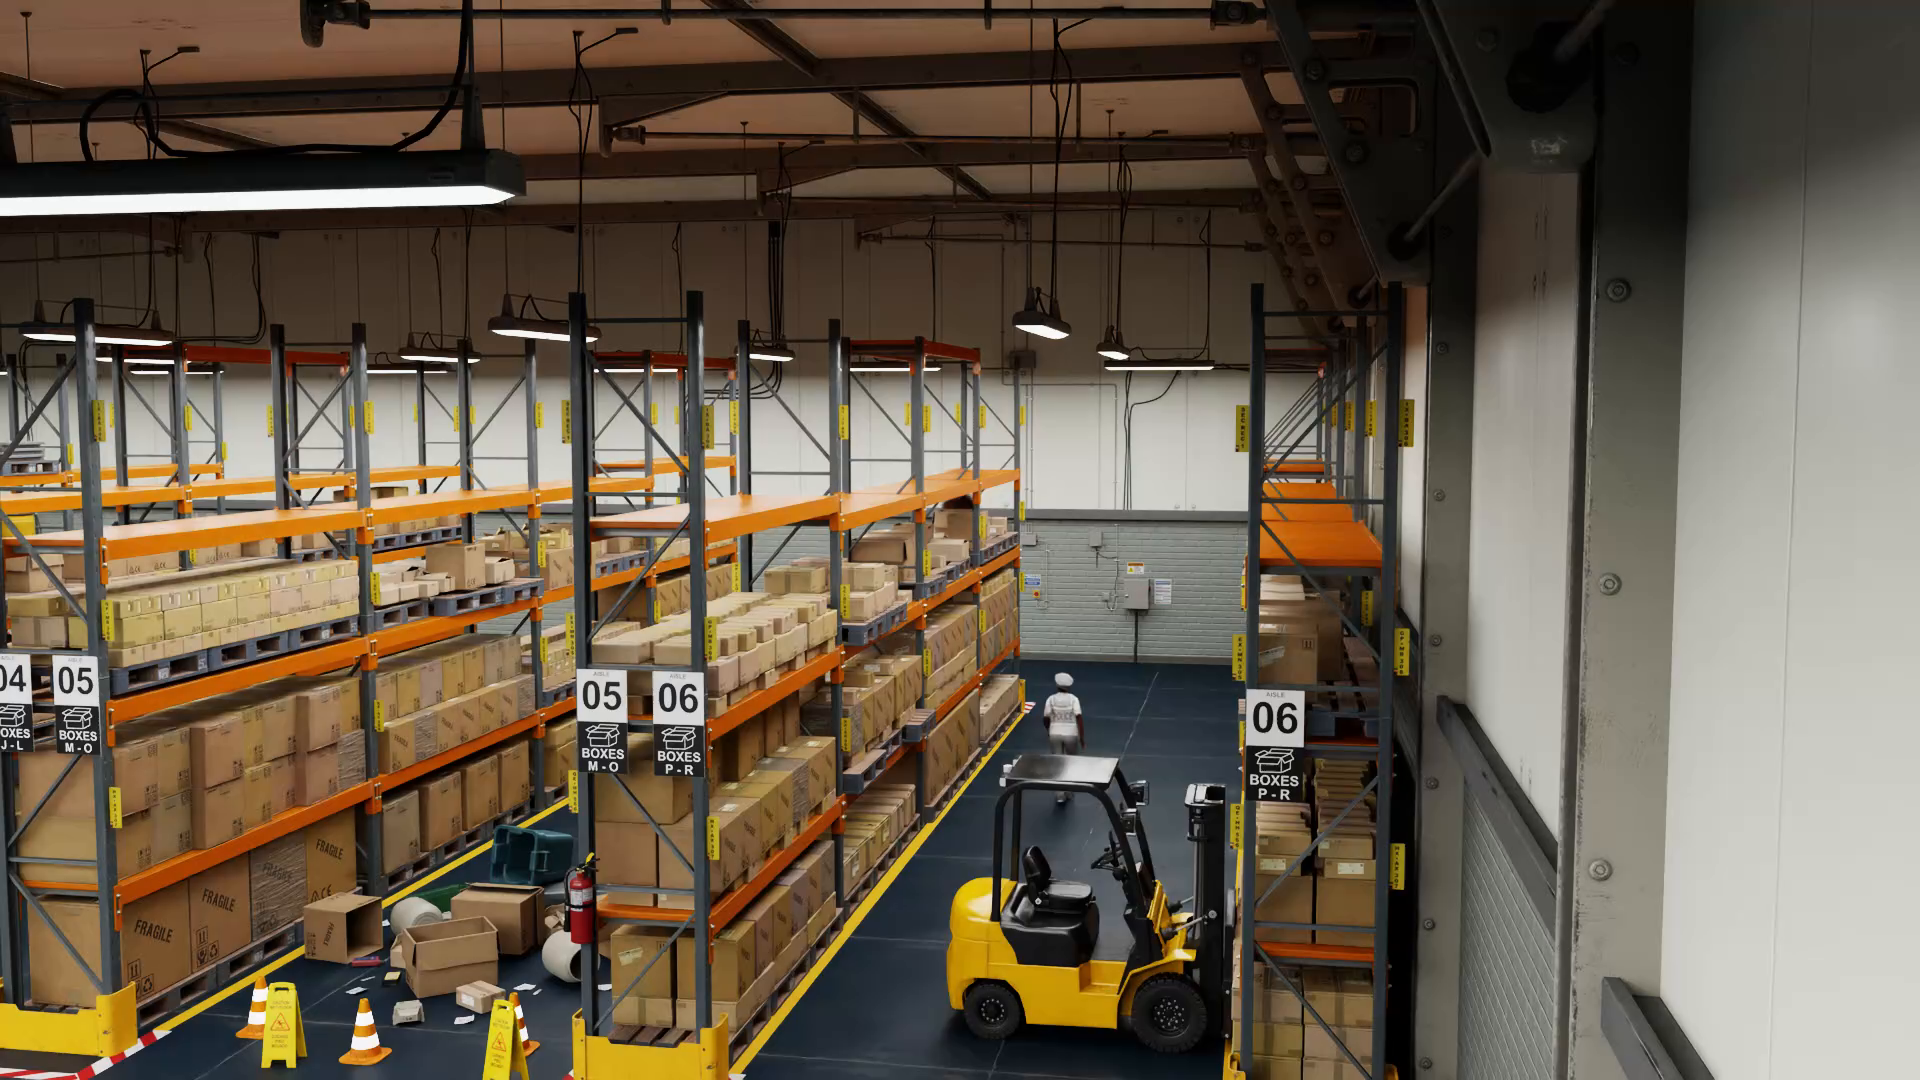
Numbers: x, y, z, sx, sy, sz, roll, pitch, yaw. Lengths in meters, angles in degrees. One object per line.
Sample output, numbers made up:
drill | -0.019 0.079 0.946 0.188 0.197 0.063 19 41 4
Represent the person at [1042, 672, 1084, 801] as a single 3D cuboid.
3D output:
person | 1.355 2.605 21.872 0.568 1.696 0.813 1 5 7
